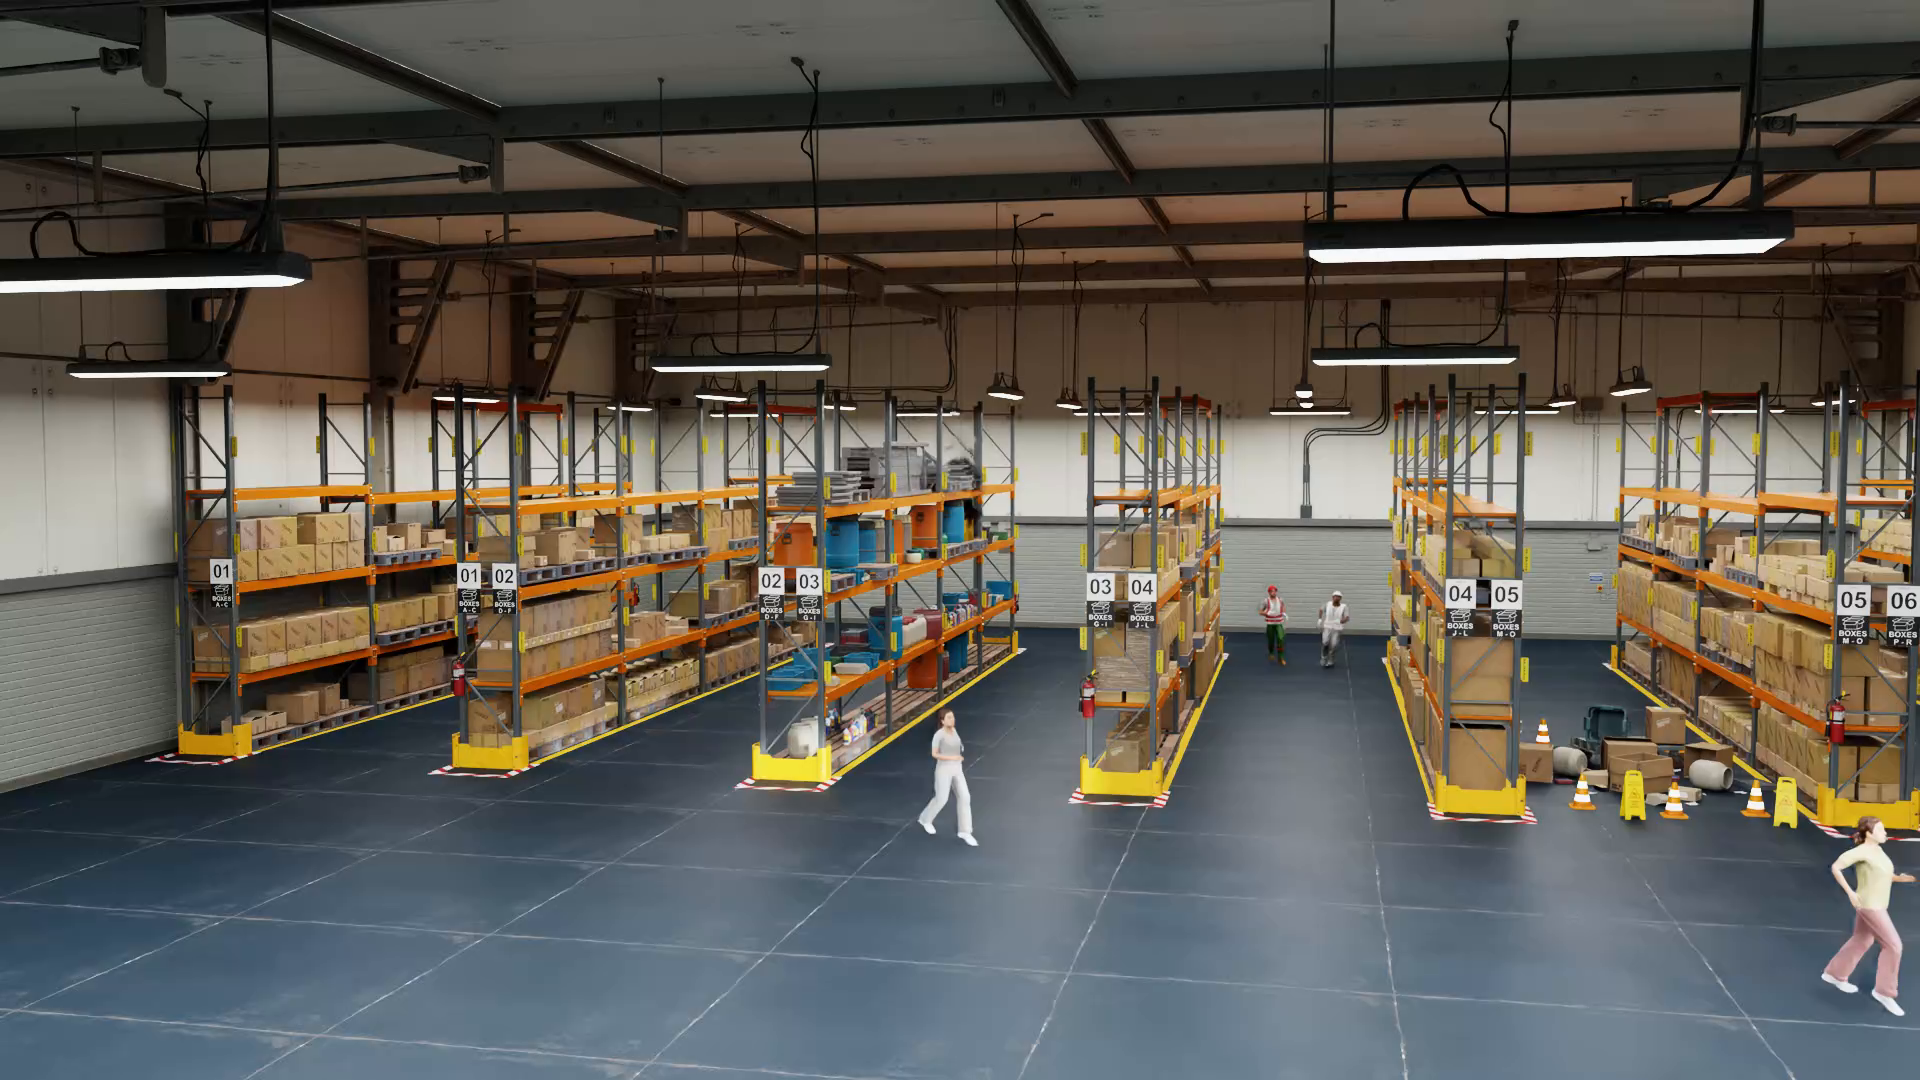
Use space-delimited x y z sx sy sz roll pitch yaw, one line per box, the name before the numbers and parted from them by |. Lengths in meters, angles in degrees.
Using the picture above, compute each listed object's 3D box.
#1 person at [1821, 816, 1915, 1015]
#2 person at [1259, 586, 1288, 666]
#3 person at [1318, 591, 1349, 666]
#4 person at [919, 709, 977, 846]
person | 8.138 3.329 14.915 0.747 1.729 0.550 3 4 42
person | 7.197 1.940 38.201 0.682 1.793 0.976 0 3 2
person | 8.466 2.016 37.717 0.711 1.725 0.621 1 3 16
person | -0.160 2.981 21.121 0.920 1.695 0.576 3 4 44
